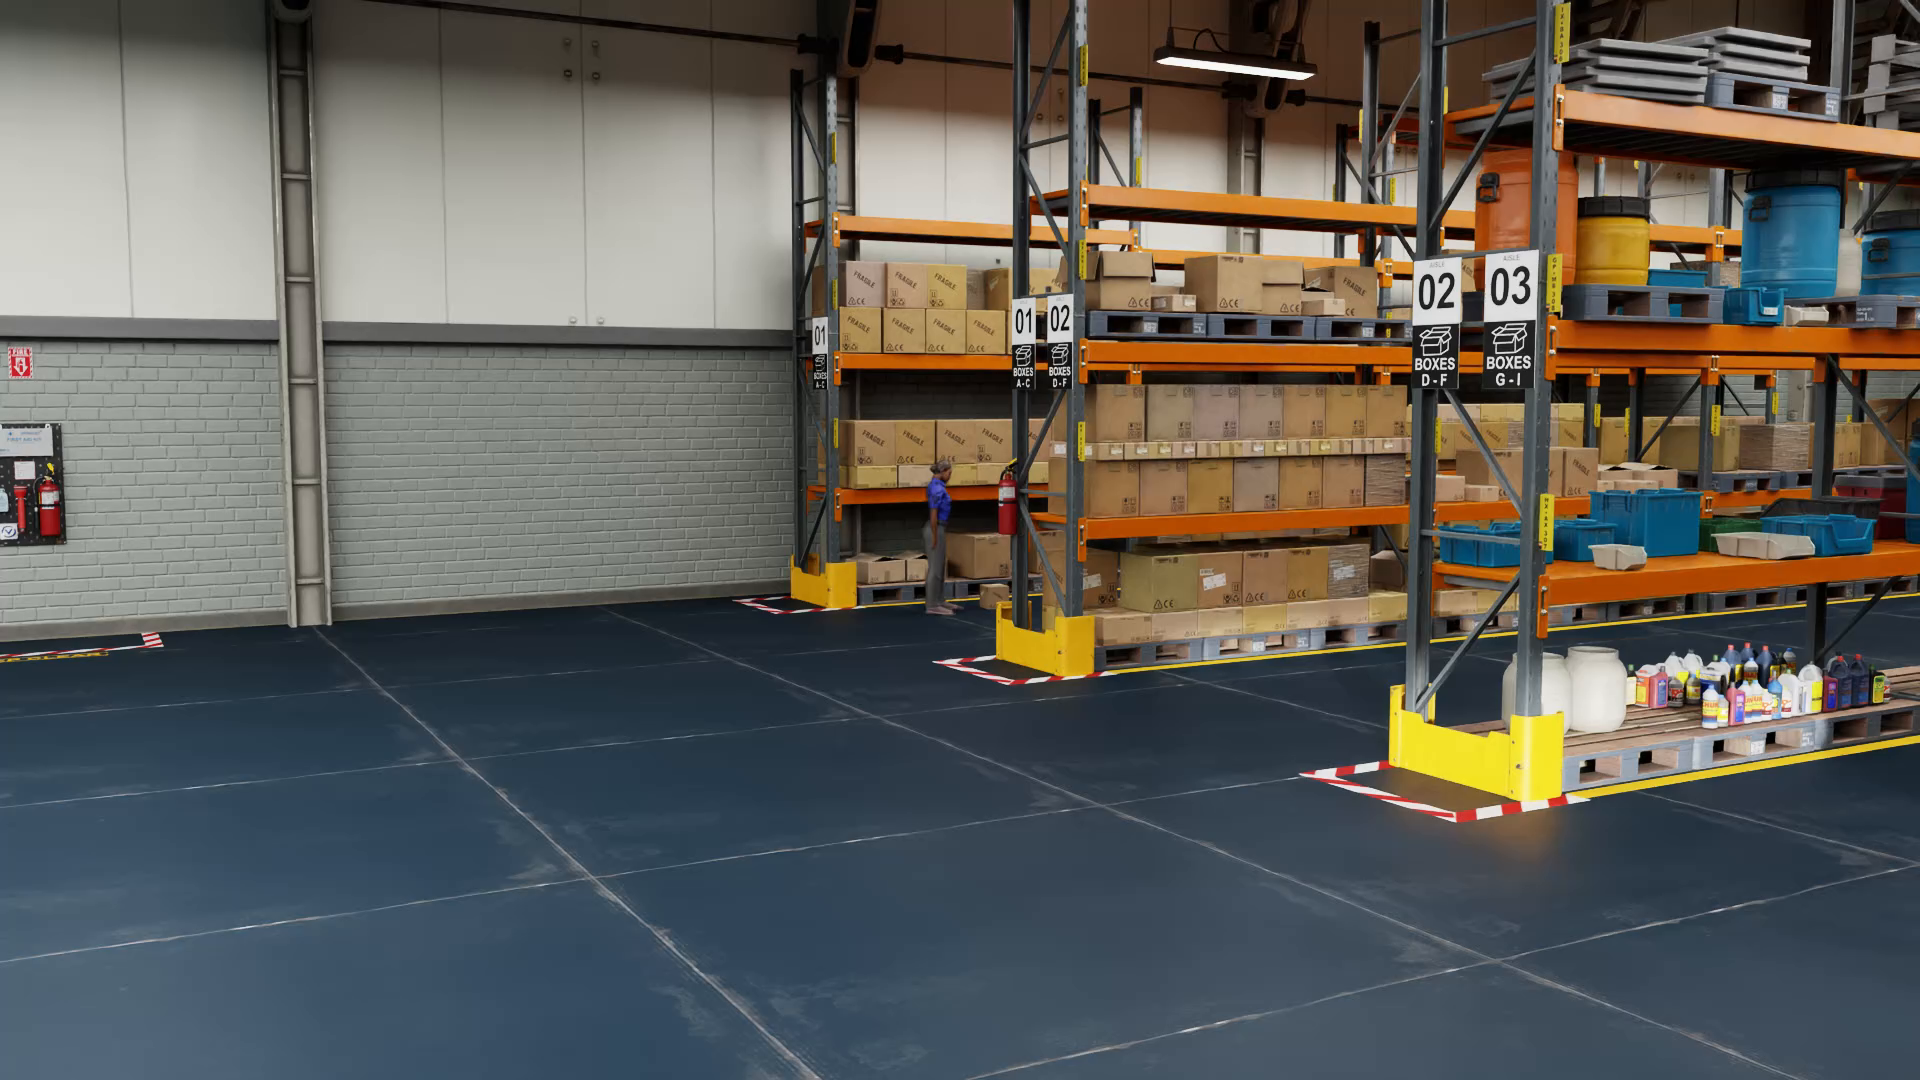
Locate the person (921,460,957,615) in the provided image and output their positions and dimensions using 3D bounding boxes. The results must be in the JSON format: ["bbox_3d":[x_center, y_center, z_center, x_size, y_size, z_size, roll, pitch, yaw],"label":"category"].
[{"bbox_3d":[-0.221,-0.038,17.929,0.398,1.646,0.515,-1,5,-7],"label":"person"}]
